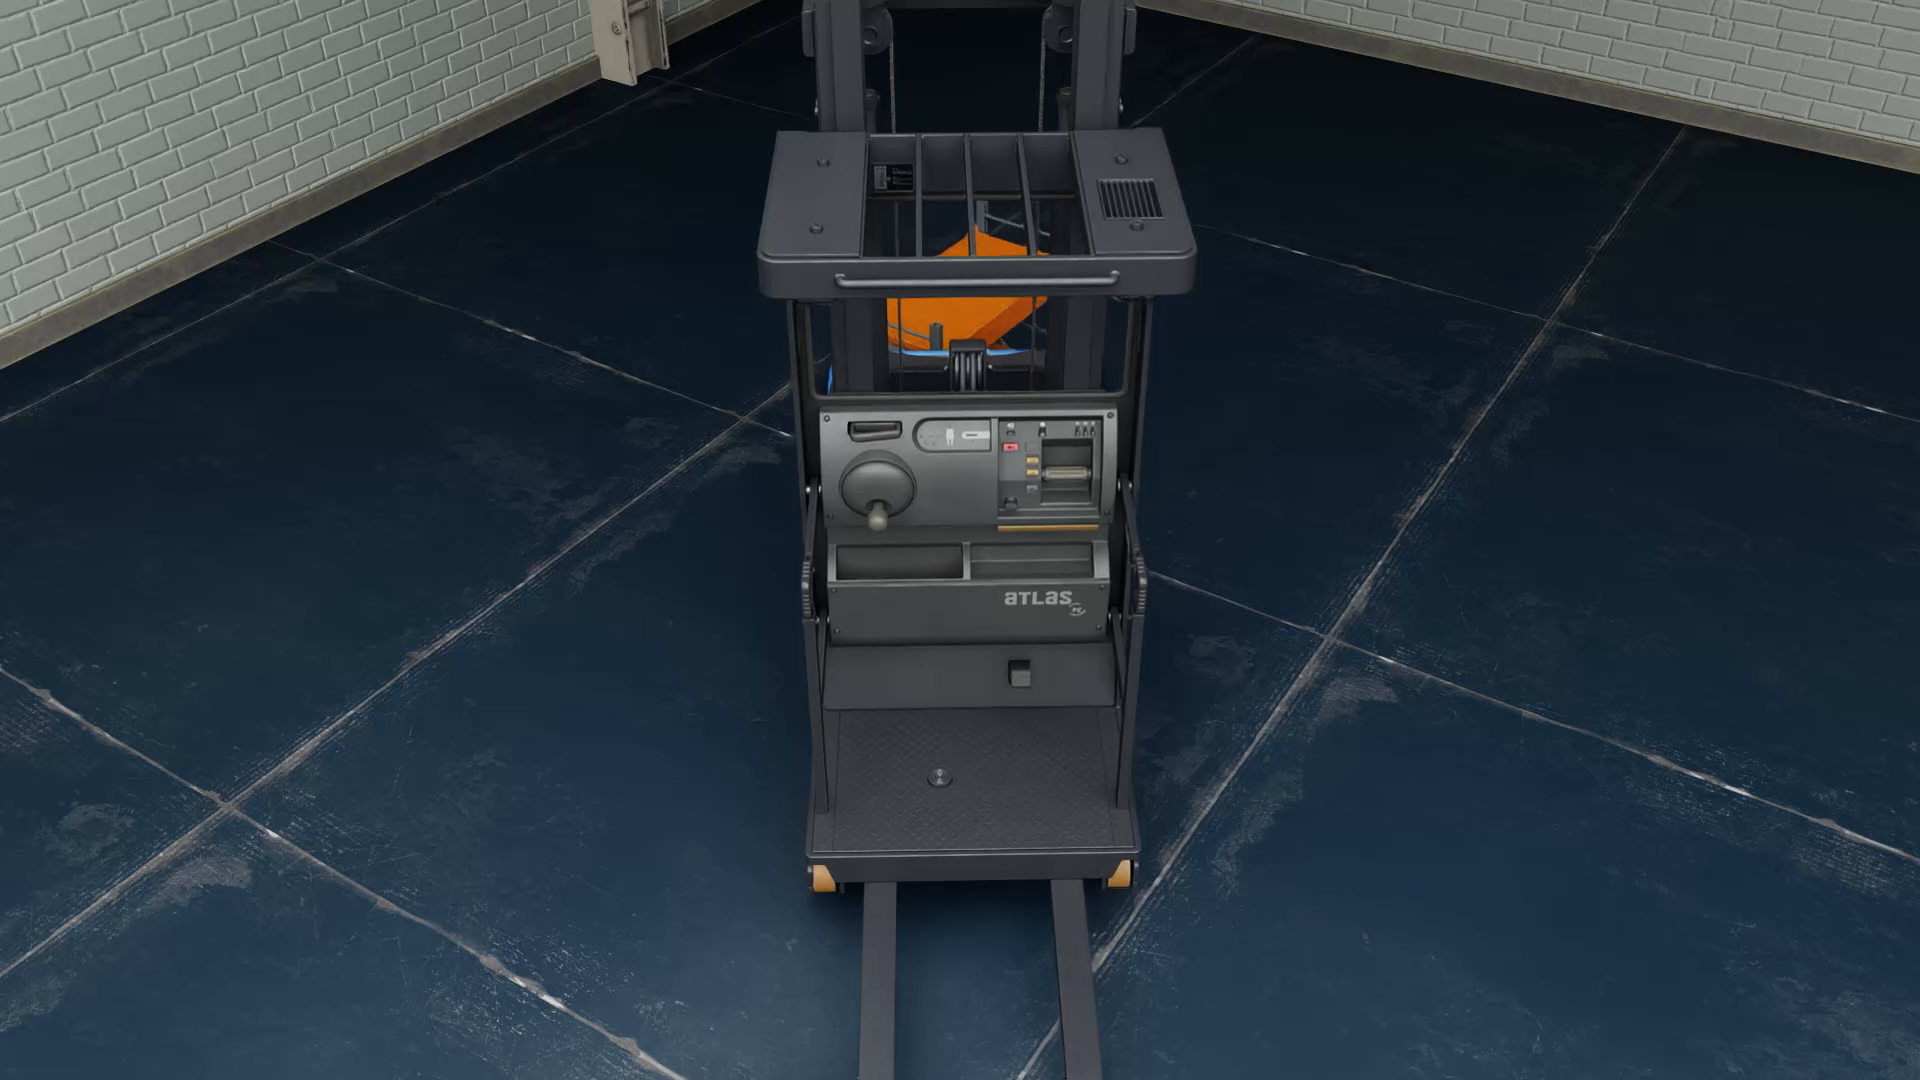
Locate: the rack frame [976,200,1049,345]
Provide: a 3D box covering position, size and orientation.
[{"bbox_3d":[0.288,-0.996,7.620,0.500,1.125,0.032,22,43,26],"label":"rack frame"}]

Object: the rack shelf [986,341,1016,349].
[{"bbox_3d":[0.003,-0.545,7.436,0.538,0.278,1.000,22,43,26],"label":"rack shelf"}]

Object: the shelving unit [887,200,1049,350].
[{"bbox_3d":[0.003,-0.739,7.287,0.538,1.125,1.048,22,43,26],"label":"shelving unit"}]

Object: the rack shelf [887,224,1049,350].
[{"bbox_3d":[0.003,-0.971,7.108,0.538,0.278,1.000,22,43,26],"label":"rack shelf"}]

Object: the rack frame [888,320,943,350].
[{"bbox_3d":[-0.283,-0.482,6.954,0.500,1.125,0.032,22,43,26],"label":"rack frame"}]

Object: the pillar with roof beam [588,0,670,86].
[{"bbox_3d":[1.400,-5.372,6.849,9.100,9.000,0.400,21,42,25],"label":"pillar with roof beam"}]

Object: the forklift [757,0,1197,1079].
[{"bbox_3d":[0.035,-0.155,5.051,1.130,2.935,3.031,-1,38,-1],"label":"forklift"}]
